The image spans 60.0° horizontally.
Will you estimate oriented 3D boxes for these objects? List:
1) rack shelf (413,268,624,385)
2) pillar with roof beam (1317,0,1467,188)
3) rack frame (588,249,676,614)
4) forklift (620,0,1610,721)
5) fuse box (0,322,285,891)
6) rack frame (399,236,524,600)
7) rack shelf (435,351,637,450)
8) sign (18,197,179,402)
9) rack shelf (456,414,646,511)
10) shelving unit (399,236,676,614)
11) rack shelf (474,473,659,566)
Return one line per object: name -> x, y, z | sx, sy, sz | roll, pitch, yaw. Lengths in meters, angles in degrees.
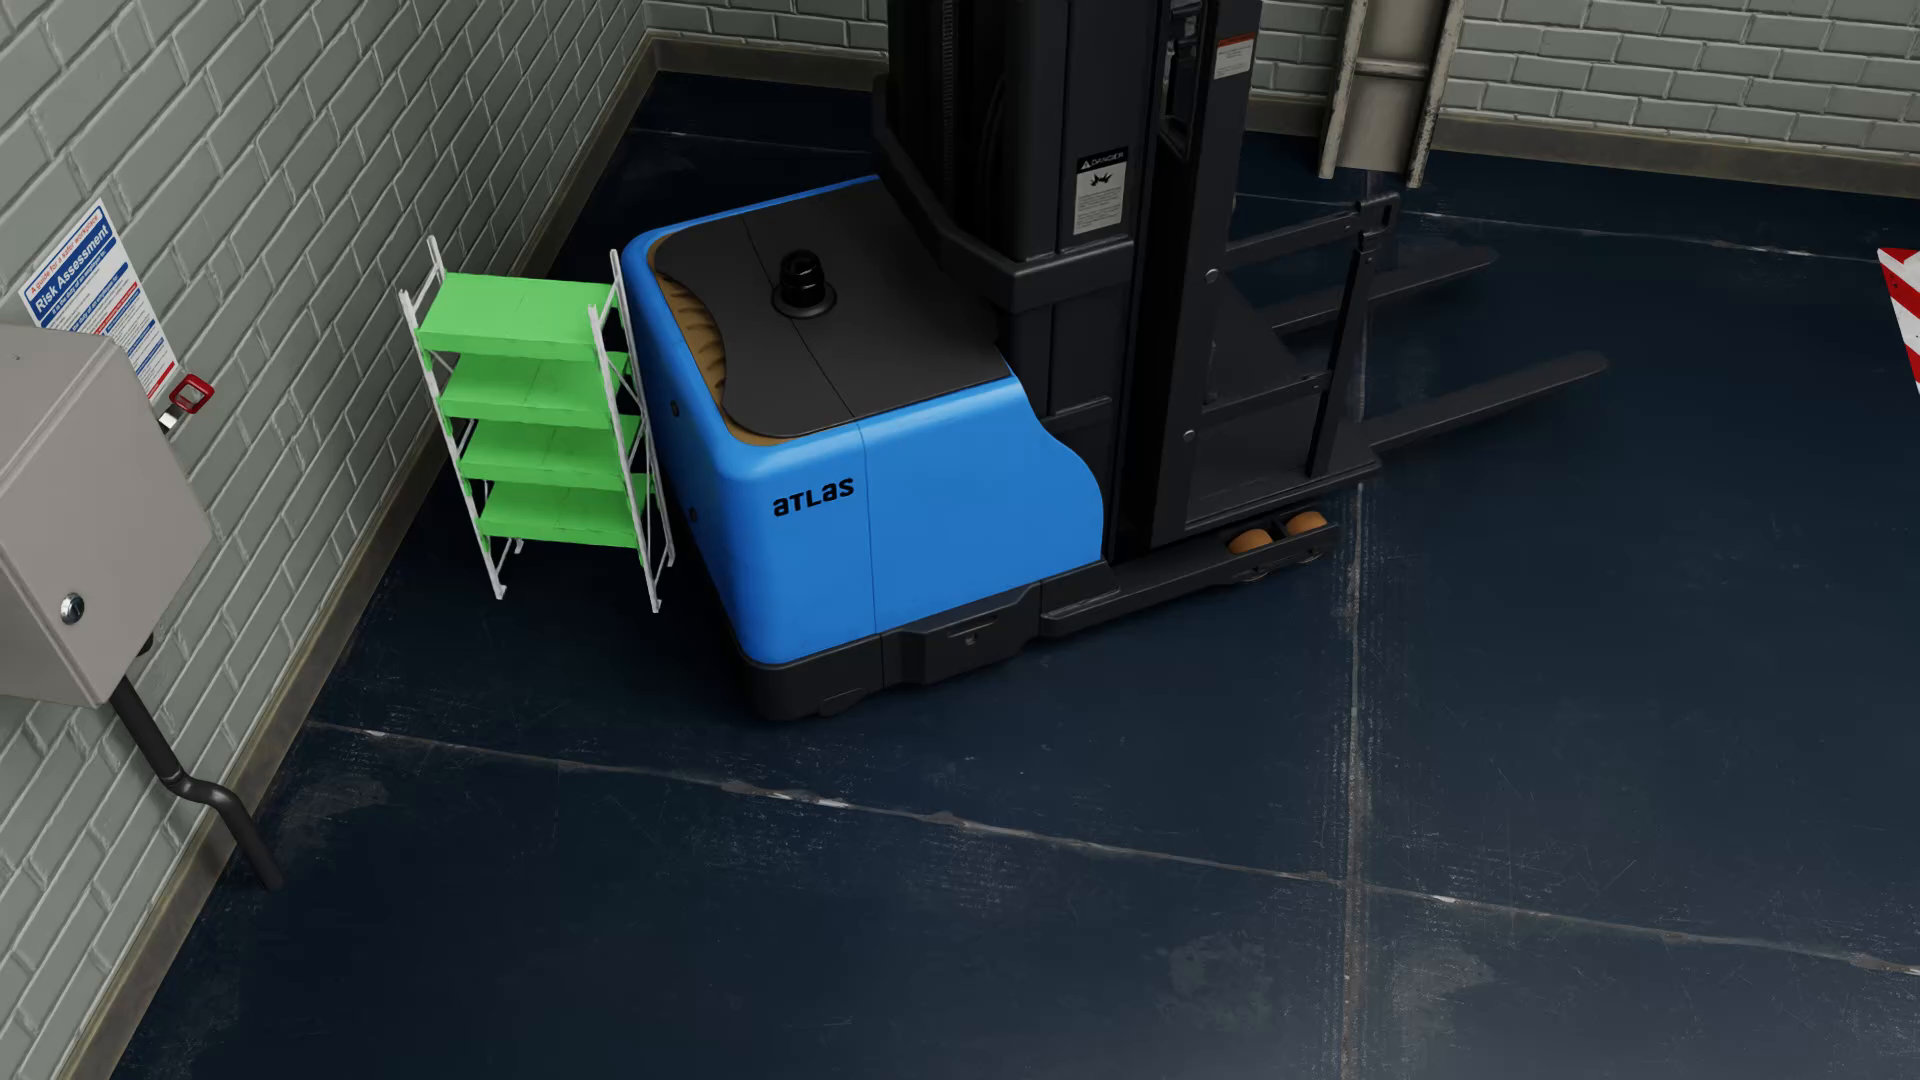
rack shelf -> -1.153, -0.564, 4.391 | 0.480, 0.148, 0.258 | 5, 48, 4
pillar with roof beam -> 0.860, -1.366, 0.428 | 0.400, 9.000, 9.100 | 8, 49, 7
rack frame -> -0.911, -0.266, 4.682 | 0.015, 1.200, 0.240 | 5, 48, 4
forklift -> 0.619, -1.197, 4.355 | 3.031, 2.935, 1.130 | -18, 50, -15
fuse box -> -1.796, 0.321, 3.811 | 0.414, 1.711, 0.539 | 8, 49, 7
rack frame -> -1.396, -0.307, 4.719 | 0.015, 1.200, 0.240 | 5, 48, 4
rack shelf -> -1.153, -0.404, 4.570 | 0.480, 0.148, 0.258 | 5, 48, 4
sign -> -1.912, -0.466, 3.716 | 0.001, 0.494, 0.329 | 8, 49, 7
rack shelf -> -1.153, -0.244, 4.748 | 0.480, 0.148, 0.258 | 5, 48, 4
shelving unit -> -1.153, -0.286, 4.701 | 0.503, 1.200, 0.258 | 5, 48, 4
rack shelf -> -1.153, -0.083, 4.927 | 0.480, 0.148, 0.258 | 5, 48, 4
